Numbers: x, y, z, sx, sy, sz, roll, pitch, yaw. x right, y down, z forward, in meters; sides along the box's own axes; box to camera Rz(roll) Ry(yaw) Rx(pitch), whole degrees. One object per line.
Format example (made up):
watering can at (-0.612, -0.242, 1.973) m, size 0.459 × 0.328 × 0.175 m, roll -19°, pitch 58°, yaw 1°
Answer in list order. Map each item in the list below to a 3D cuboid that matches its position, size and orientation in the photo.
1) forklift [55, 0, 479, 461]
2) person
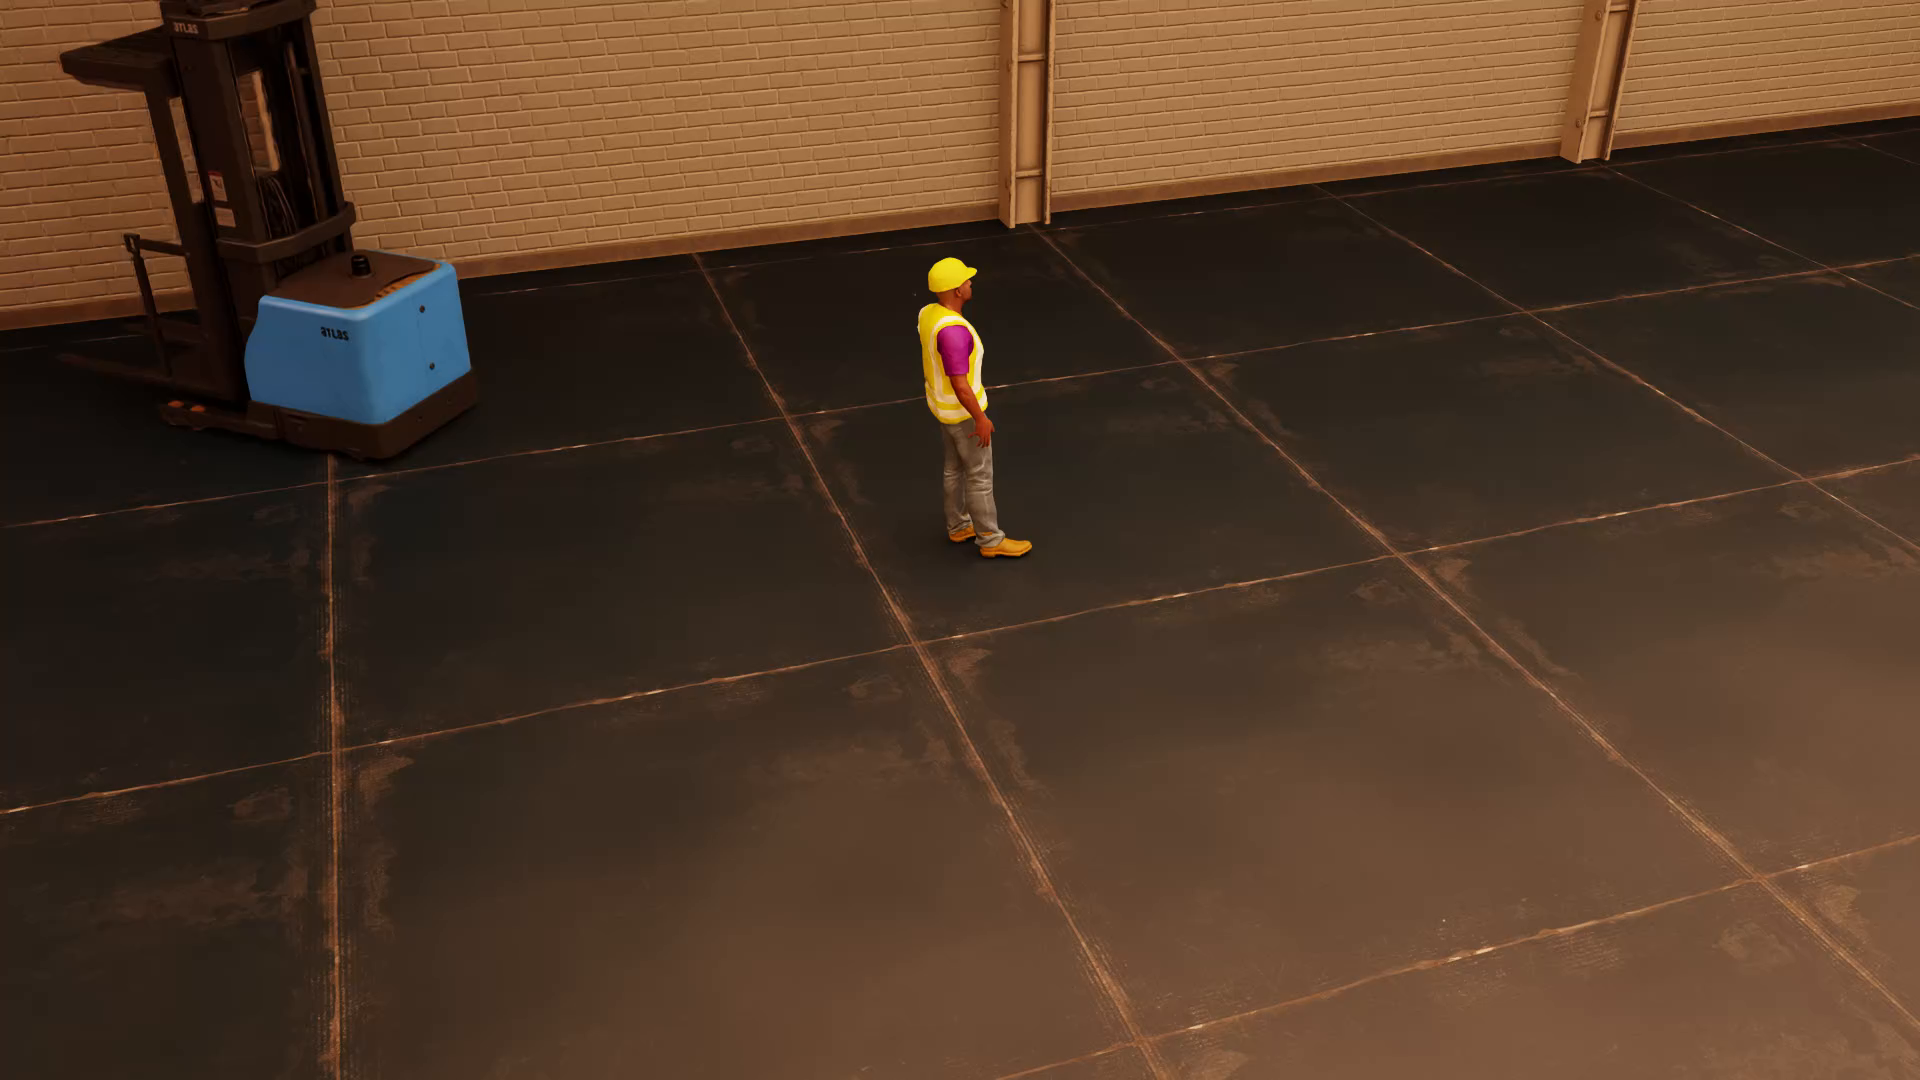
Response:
forklift at (-4.917, -2.246, 10.991) m, size 3.031 × 2.935 × 1.130 m, roll 12°, pitch 32°, yaw 19°
person at (0.068, -0.780, 9.596) m, size 0.575 × 1.768 × 0.665 m, roll -10°, pitch 31°, yaw -16°
